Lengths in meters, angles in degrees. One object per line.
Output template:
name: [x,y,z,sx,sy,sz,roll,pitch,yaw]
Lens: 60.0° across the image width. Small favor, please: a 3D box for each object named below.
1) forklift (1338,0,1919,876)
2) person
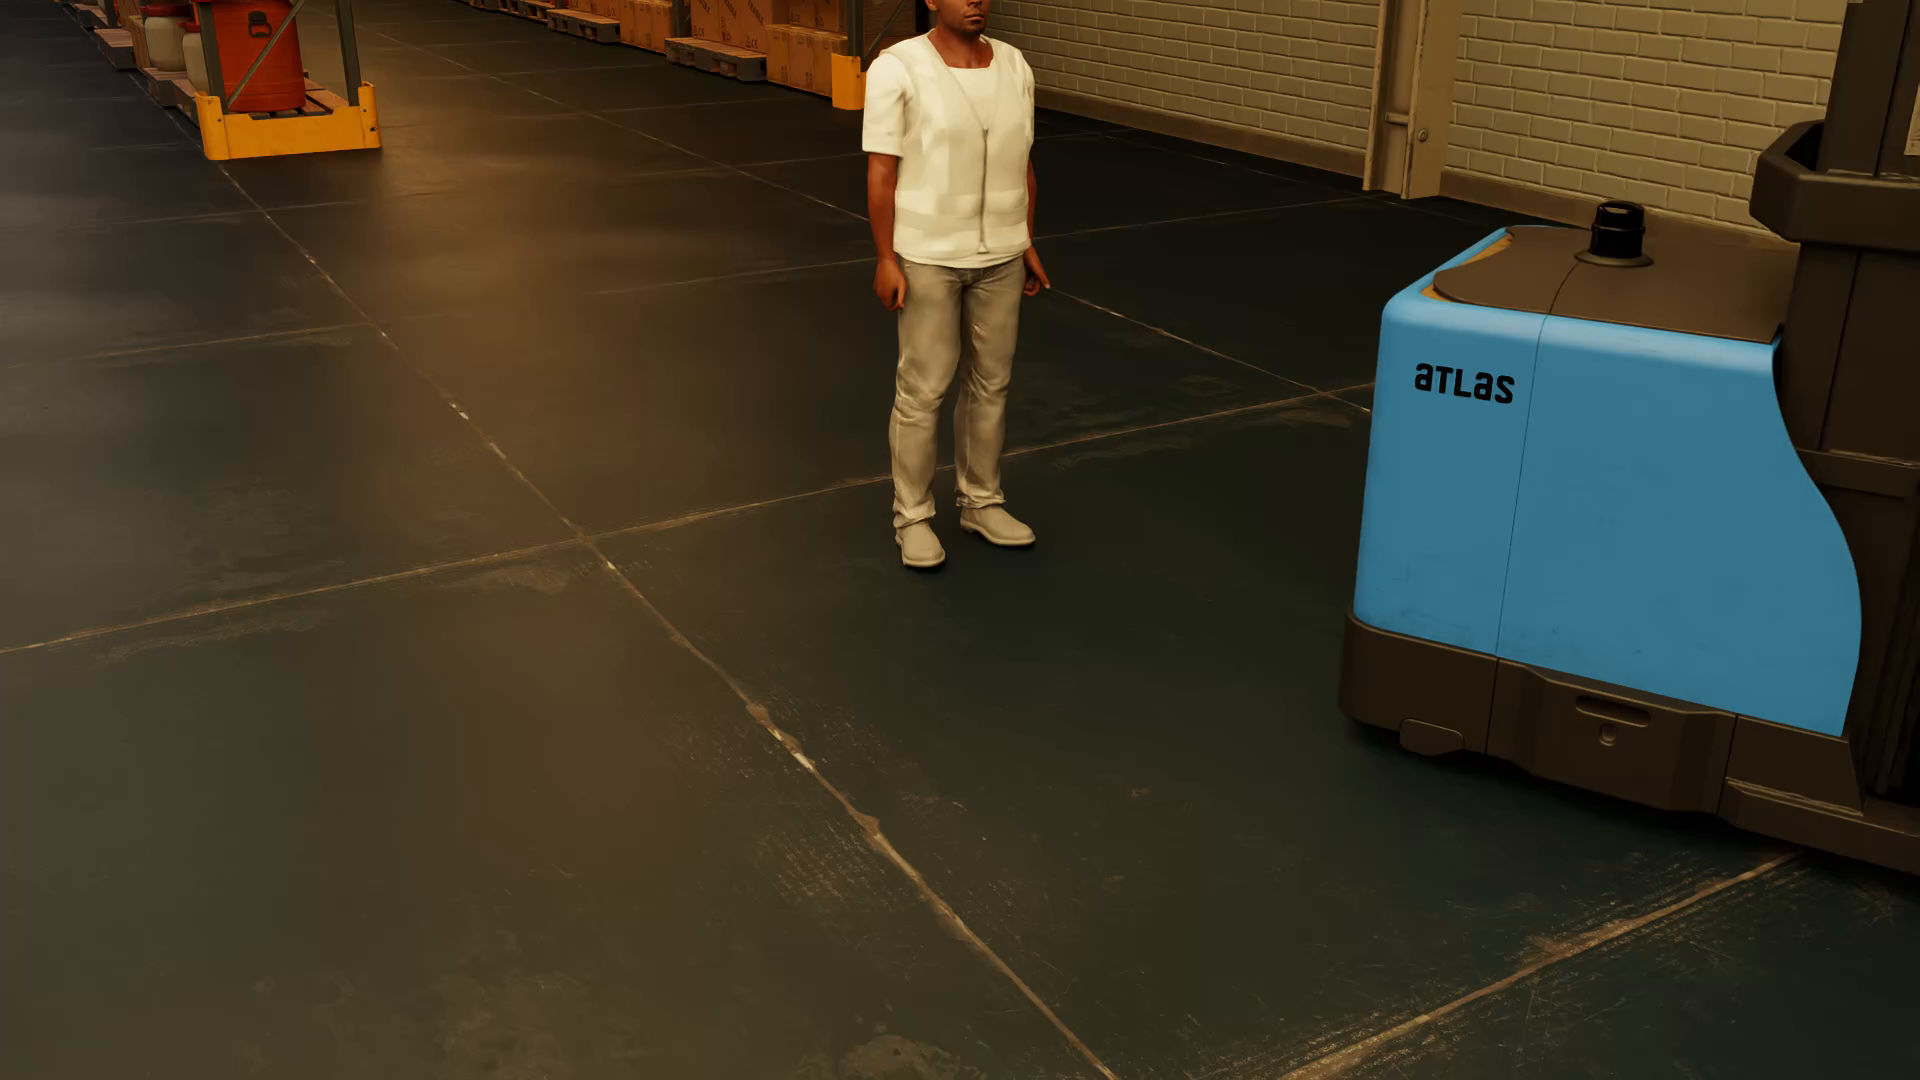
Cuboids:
forklift: [2.428,-0.743,3.085,3.031,2.935,1.130,13,26,29]
person: [0.010,-0.818,4.802,0.556,1.770,0.388,-12,25,-28]
